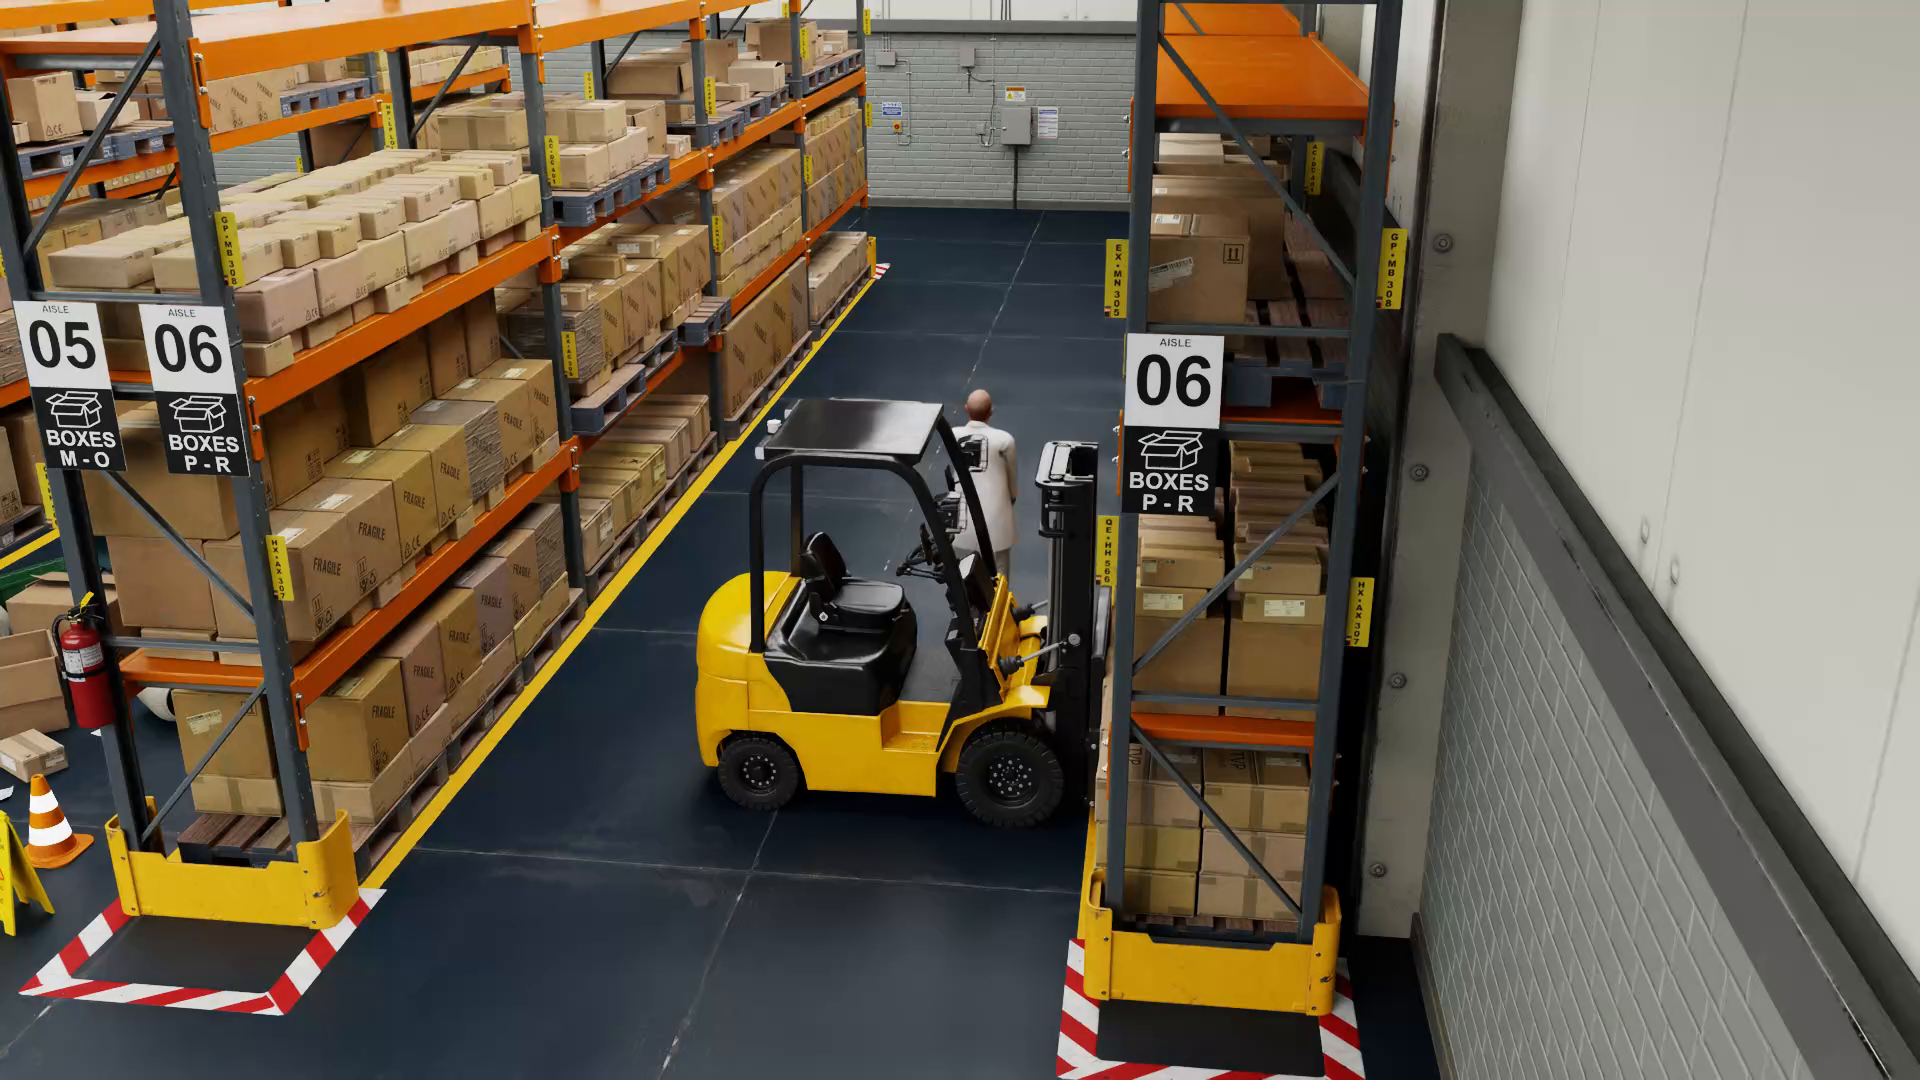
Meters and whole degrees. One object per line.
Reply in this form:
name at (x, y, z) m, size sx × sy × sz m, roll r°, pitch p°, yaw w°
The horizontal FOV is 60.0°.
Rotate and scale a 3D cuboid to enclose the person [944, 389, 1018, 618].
person at (0.175, -0.221, 11.687) m, size 0.526 × 1.780 × 0.556 m, roll 6°, pitch 22°, yaw 15°
